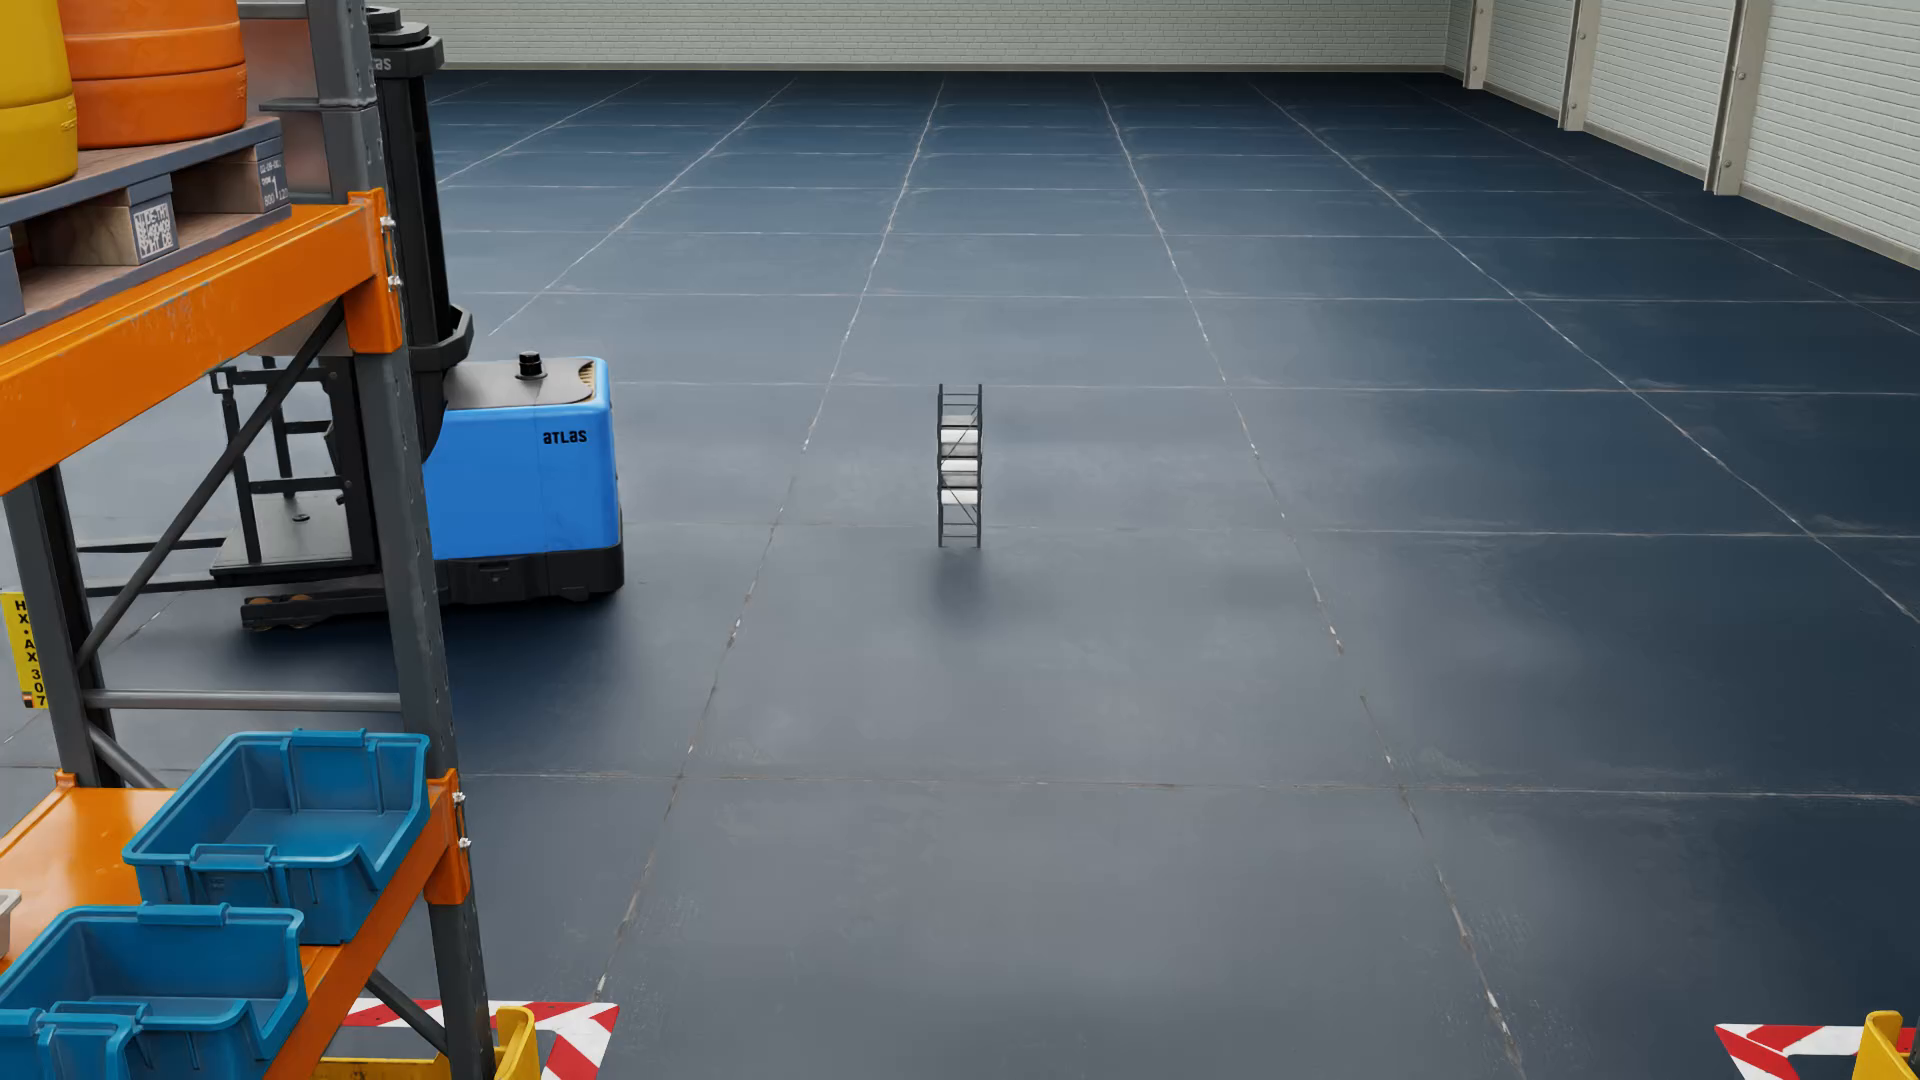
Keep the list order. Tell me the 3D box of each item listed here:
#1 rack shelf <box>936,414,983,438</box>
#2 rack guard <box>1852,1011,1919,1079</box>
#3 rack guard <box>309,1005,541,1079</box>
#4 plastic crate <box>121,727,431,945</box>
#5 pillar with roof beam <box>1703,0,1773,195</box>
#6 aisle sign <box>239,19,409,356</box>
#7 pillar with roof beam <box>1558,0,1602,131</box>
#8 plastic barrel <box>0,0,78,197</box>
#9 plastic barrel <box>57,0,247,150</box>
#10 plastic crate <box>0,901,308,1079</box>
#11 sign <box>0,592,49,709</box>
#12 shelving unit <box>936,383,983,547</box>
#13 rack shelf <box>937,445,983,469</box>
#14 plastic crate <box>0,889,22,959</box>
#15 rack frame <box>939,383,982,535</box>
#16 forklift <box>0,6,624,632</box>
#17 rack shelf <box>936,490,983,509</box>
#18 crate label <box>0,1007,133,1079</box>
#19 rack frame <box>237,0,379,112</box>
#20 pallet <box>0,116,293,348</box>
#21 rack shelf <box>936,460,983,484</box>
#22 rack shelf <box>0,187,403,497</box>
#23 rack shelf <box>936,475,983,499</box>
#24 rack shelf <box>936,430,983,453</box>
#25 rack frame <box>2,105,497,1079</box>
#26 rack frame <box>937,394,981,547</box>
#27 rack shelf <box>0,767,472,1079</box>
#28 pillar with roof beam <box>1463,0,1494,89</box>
[{"bbox_3d":[0.000,-0.637,9.273,0.258,0.077,0.200,1,21,2],"label":"rack shelf"},{"bbox_3d":[3.122,1.635,4.625,1.175,0.500,0.348,1,21,2],"label":"rack guard"},{"bbox_3d":[-1.785,1.615,4.674,1.175,0.500,0.348,1,21,2],"label":"rack guard"},{"bbox_3d":[-1.545,0.676,3.846,0.499,0.251,0.616,1,21,2],"label":"plastic crate"},{"bbox_3d":[5.161,-8.559,19.147,9.100,9.000,0.400,1,21,2],"label":"pillar with roof beam"},{"bbox_3d":[-1.530,-0.813,3.883,0.394,0.787,0.004,1,21,2],"label":"aisle sign"},{"bbox_3d":[5.343,-10.728,24.738,9.100,9.000,0.400,1,21,2],"label":"pillar with roof beam"},{"bbox_3d":[-1.737,-0.846,2.576,0.600,0.588,0.600,0,21,0],"label":"plastic barrel"},{"bbox_3d":[-1.717,-1.195,3.142,0.600,0.830,0.708,1,21,2],"label":"plastic barrel"},{"bbox_3d":[-1.571,0.910,3.241,0.499,0.251,0.408,1,21,2],"label":"plastic crate"},{"bbox_3d":[-2.379,0.285,4.264,0.100,0.325,0.005,1,21,2],"label":"sign"},{"bbox_3d":[0.000,-0.417,9.359,0.258,0.900,0.210,1,21,2],"label":"shelving unit"},{"bbox_3d":[0.000,-0.469,9.338,0.258,0.077,0.200,1,21,2],"label":"rack shelf"},{"bbox_3d":[-2.178,0.865,3.517,0.298,0.136,0.250,1,21,2],"label":"plastic crate"},{"bbox_3d":[0.003,-0.453,9.453,0.240,0.900,0.006,1,21,2],"label":"rack frame"},{"bbox_3d":[-3.334,-1.115,8.351,3.031,2.935,1.130,-4,22,-11],"label":"forklift"},{"bbox_3d":[0.000,-0.218,9.436,0.258,0.077,0.200,1,21,2],"label":"rack shelf"},{"bbox_3d":[-1.615,1.074,2.565,0.502,0.435,0.616,1,21,2],"label":"crate label"},{"bbox_3d":[-1.829,-2.375,3.209,1.000,3.000,0.127,1,21,2],"label":"rack frame"},{"bbox_3d":[-1.952,-0.590,3.018,1.003,0.211,1.213,1,21,2],"label":"pallet"},{"bbox_3d":[0.000,-0.386,9.371,0.258,0.077,0.200,1,21,2],"label":"rack shelf"},{"bbox_3d":[-1.890,0.082,2.018,1.077,0.370,4.000,1,21,2],"label":"rack shelf"},{"bbox_3d":[0.000,-0.302,9.403,0.258,0.077,0.200,1,21,2],"label":"rack shelf"},{"bbox_3d":[0.000,-0.553,9.306,0.258,0.077,0.200,1,21,2],"label":"rack shelf"},{"bbox_3d":[-1.829,0.422,4.294,1.000,3.000,0.127,1,21,2],"label":"rack frame"},{"bbox_3d":[-0.003,-0.380,9.264,0.240,0.900,0.006,1,21,2],"label":"rack frame"},{"bbox_3d":[-1.890,1.481,2.561,1.077,0.370,4.000,1,21,2],"label":"rack shelf"},{"bbox_3d":[5.526,-12.897,30.329,9.100,9.000,0.400,1,21,2],"label":"pillar with roof beam"}]
